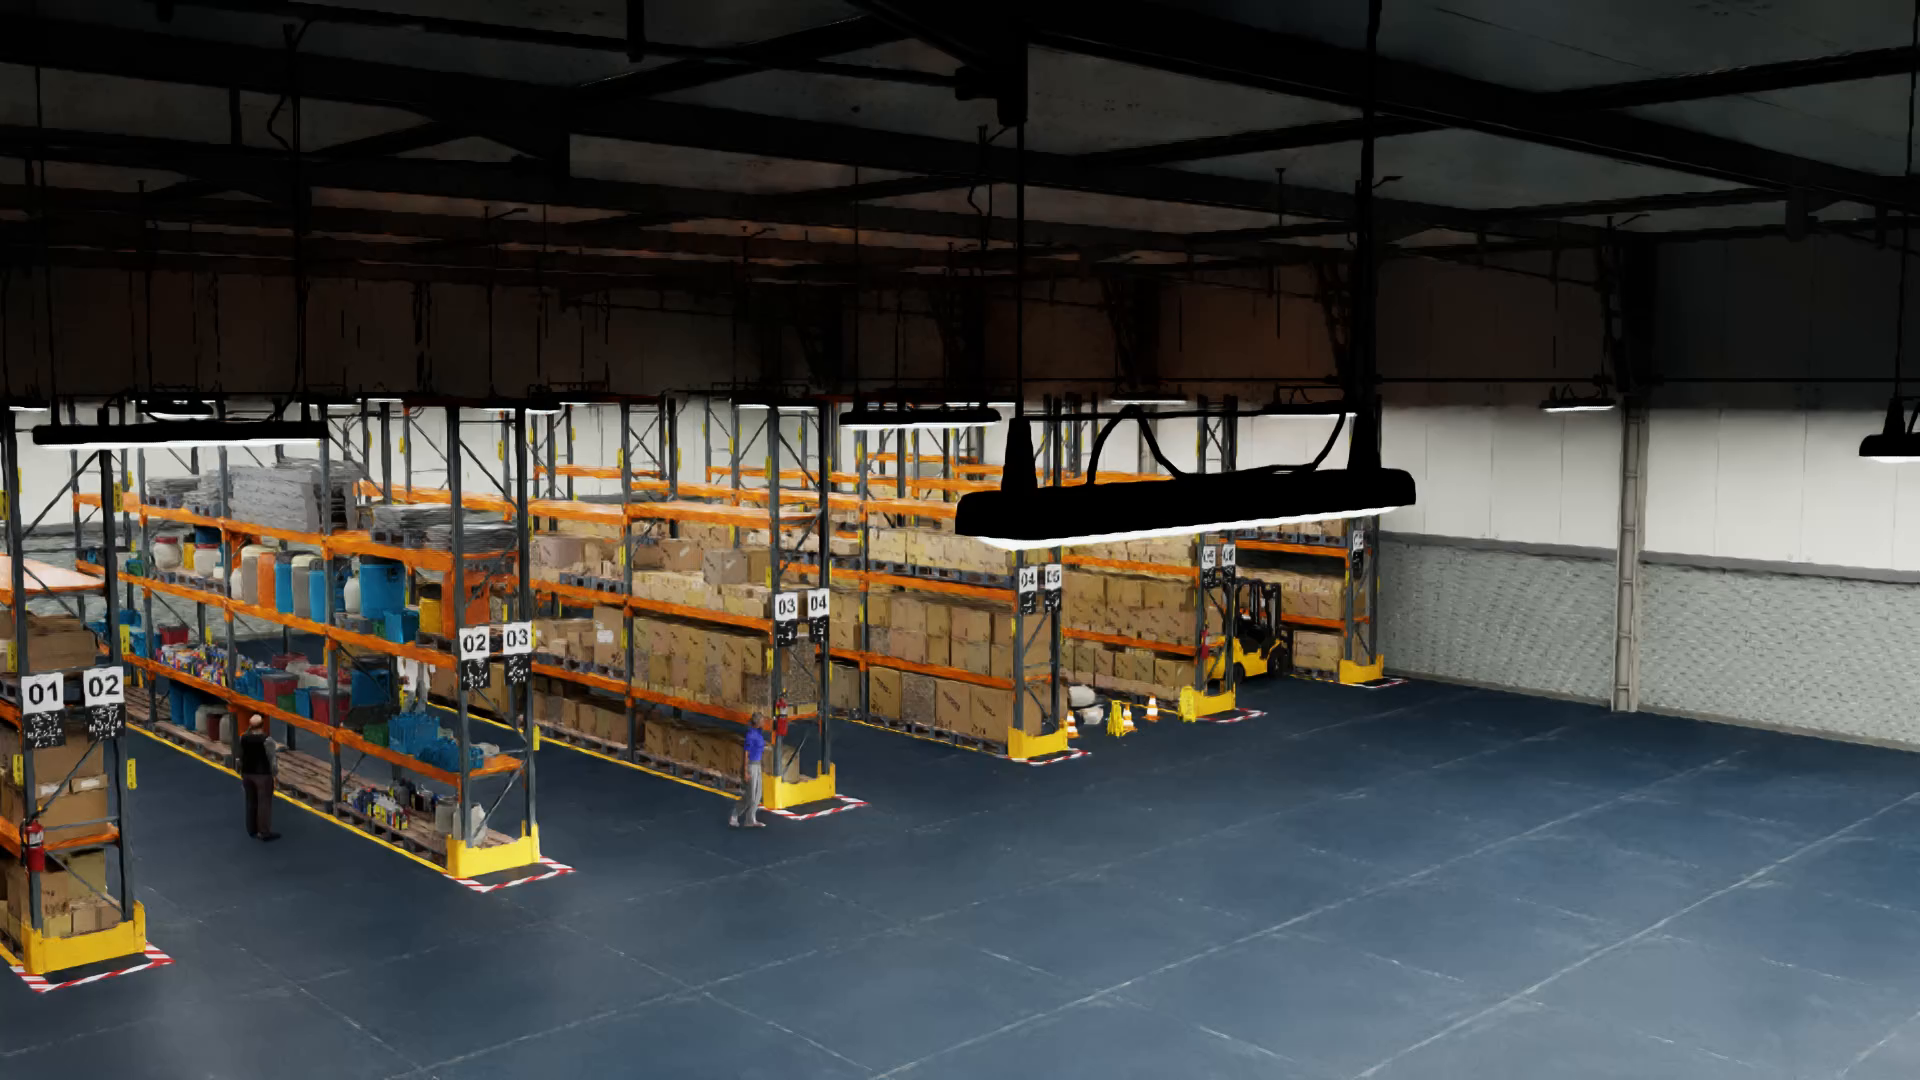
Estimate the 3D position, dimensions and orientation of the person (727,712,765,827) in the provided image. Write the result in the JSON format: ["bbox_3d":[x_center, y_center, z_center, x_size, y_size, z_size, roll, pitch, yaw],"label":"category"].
[{"bbox_3d":[-3.026,3.246,23.498,0.523,1.646,0.522,1,6,11],"label":"person"}]

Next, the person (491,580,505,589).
[{"bbox_3d":[-10.922,1.687,39.107,0.614,1.694,1.157,-4,7,-35],"label":"person"}]

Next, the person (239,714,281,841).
[{"bbox_3d":[-9.628,3.245,22.908,0.584,1.727,0.450,2,6,15],"label":"person"}]

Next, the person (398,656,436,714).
[{"bbox_3d":[-10.030,2.515,30.625,0.729,1.732,0.546,-5,8,-45],"label":"person"}]
